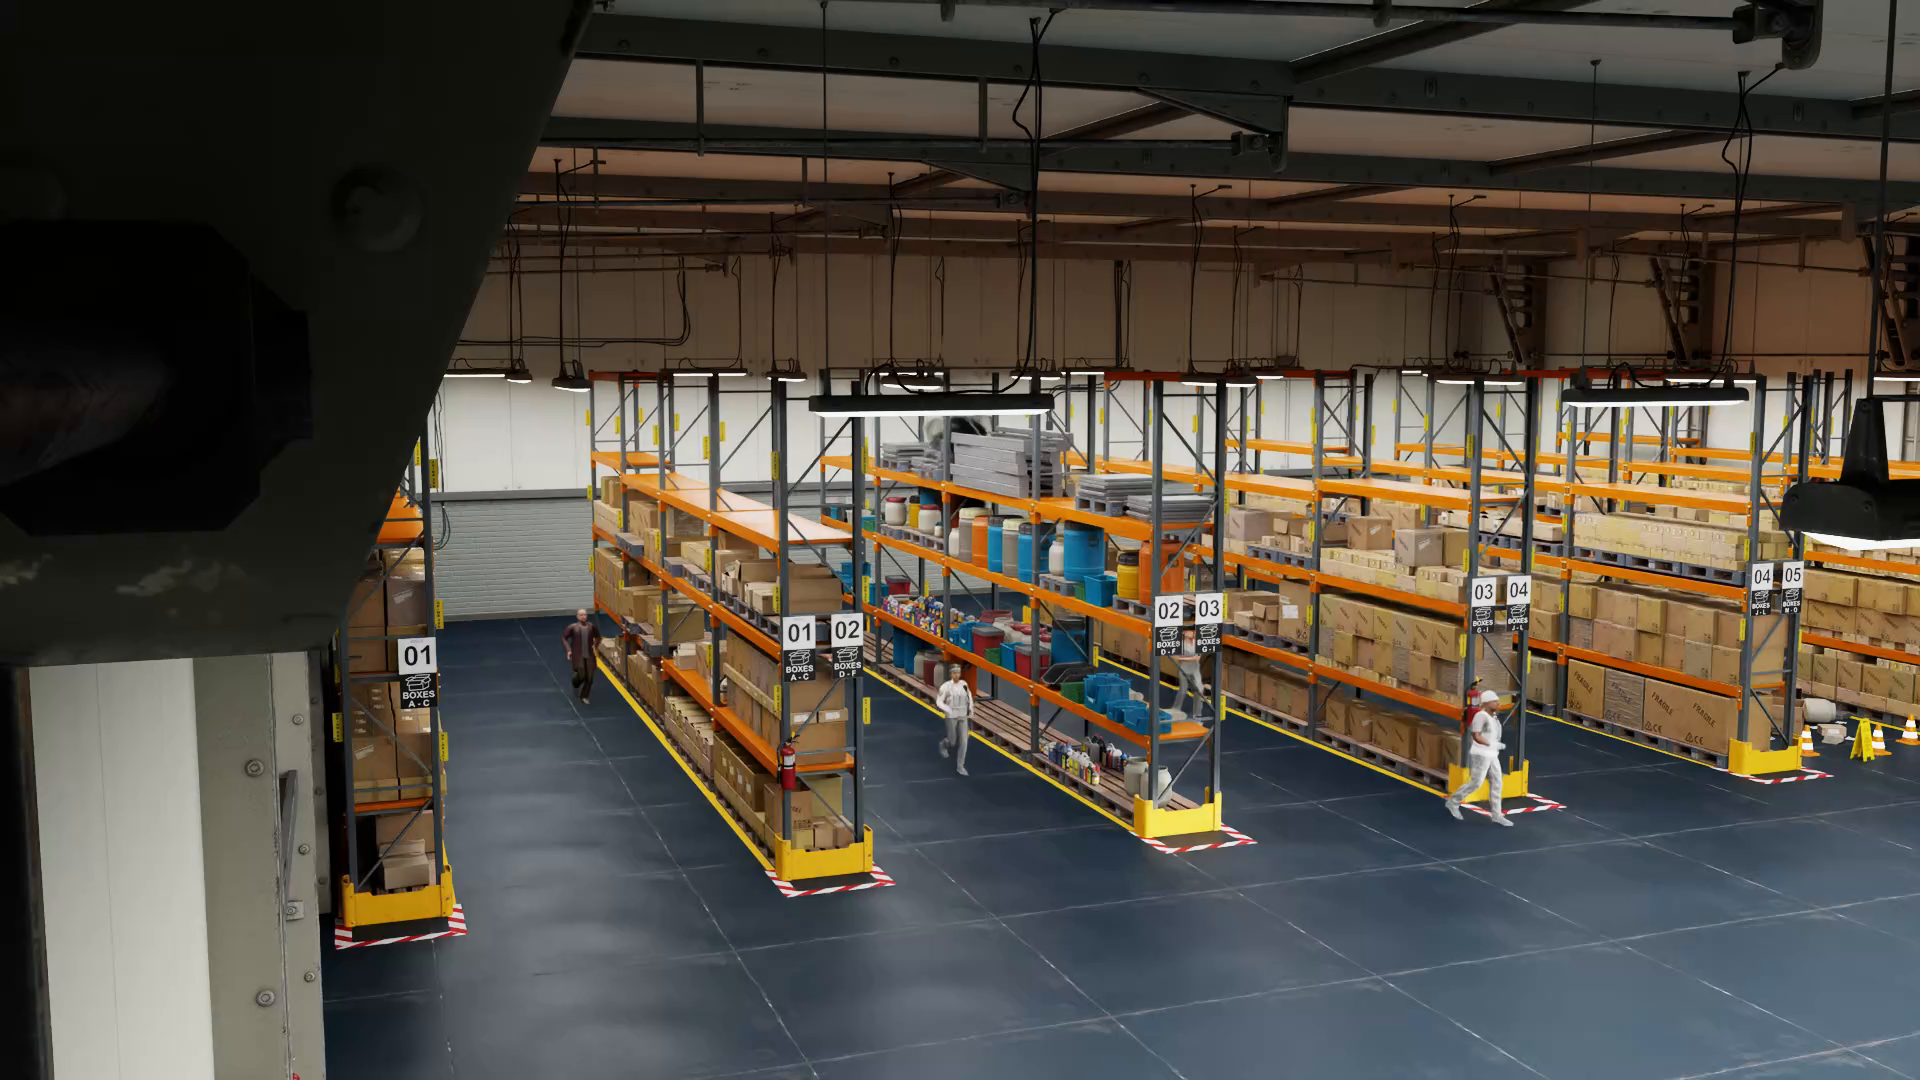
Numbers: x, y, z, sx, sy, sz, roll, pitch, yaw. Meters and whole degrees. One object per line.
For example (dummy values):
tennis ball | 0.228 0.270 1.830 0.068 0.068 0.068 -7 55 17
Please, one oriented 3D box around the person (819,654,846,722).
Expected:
person | -2.292 2.231 28.866 0.608 1.813 0.909 -3 7 -24

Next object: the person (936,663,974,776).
person | -0.052 2.690 25.329 0.632 1.670 0.842 -3 7 -22

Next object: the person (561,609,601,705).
person | -6.827 2.117 30.135 0.708 1.735 0.635 -3 7 -28

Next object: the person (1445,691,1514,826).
person | 7.115 2.922 22.530 0.900 1.782 0.730 5 8 37

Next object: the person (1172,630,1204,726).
person | 3.918 2.309 28.590 0.580 1.731 0.775 -3 7 -25
